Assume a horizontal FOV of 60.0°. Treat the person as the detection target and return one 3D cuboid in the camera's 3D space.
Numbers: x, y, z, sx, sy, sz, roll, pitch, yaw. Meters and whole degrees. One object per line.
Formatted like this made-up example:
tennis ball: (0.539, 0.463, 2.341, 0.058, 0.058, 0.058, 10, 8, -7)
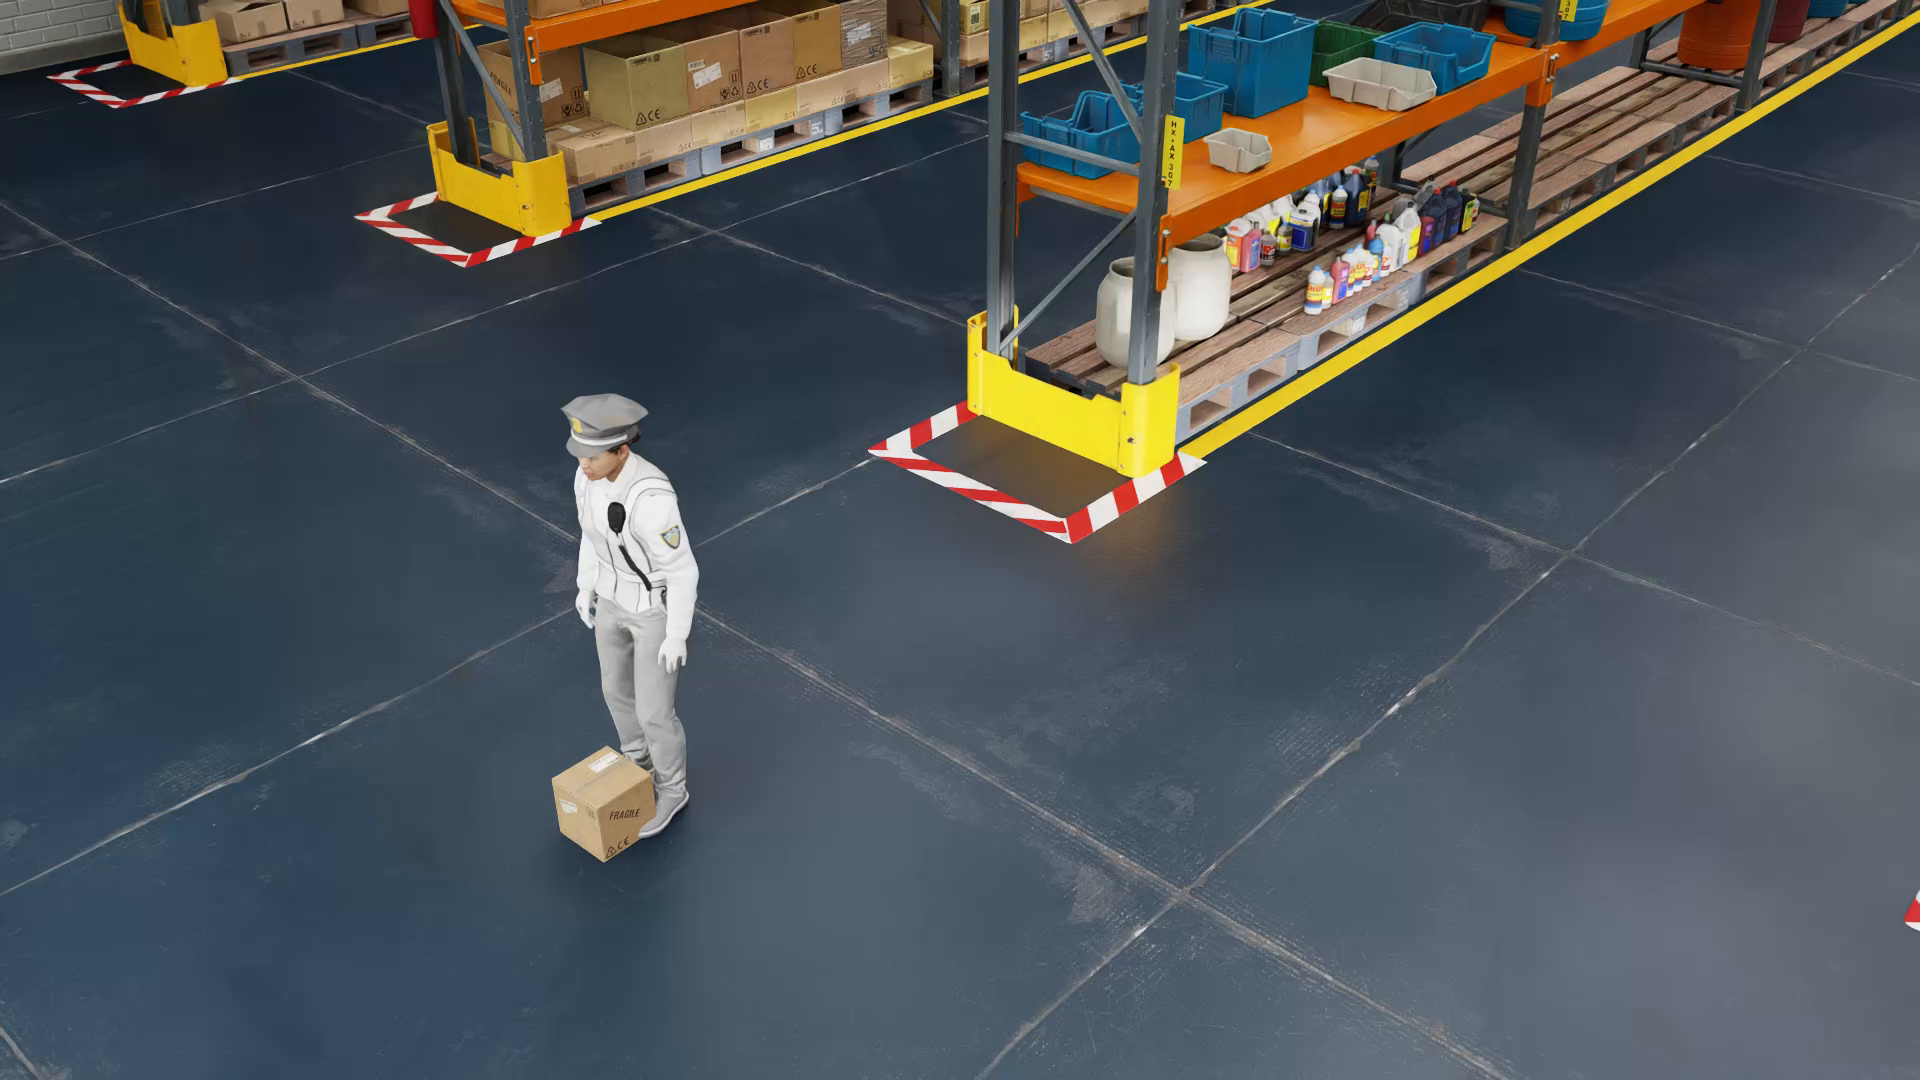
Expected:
person: (-1.121, 0.253, 5.717, 0.536, 1.663, 0.405, 24, 39, 34)
